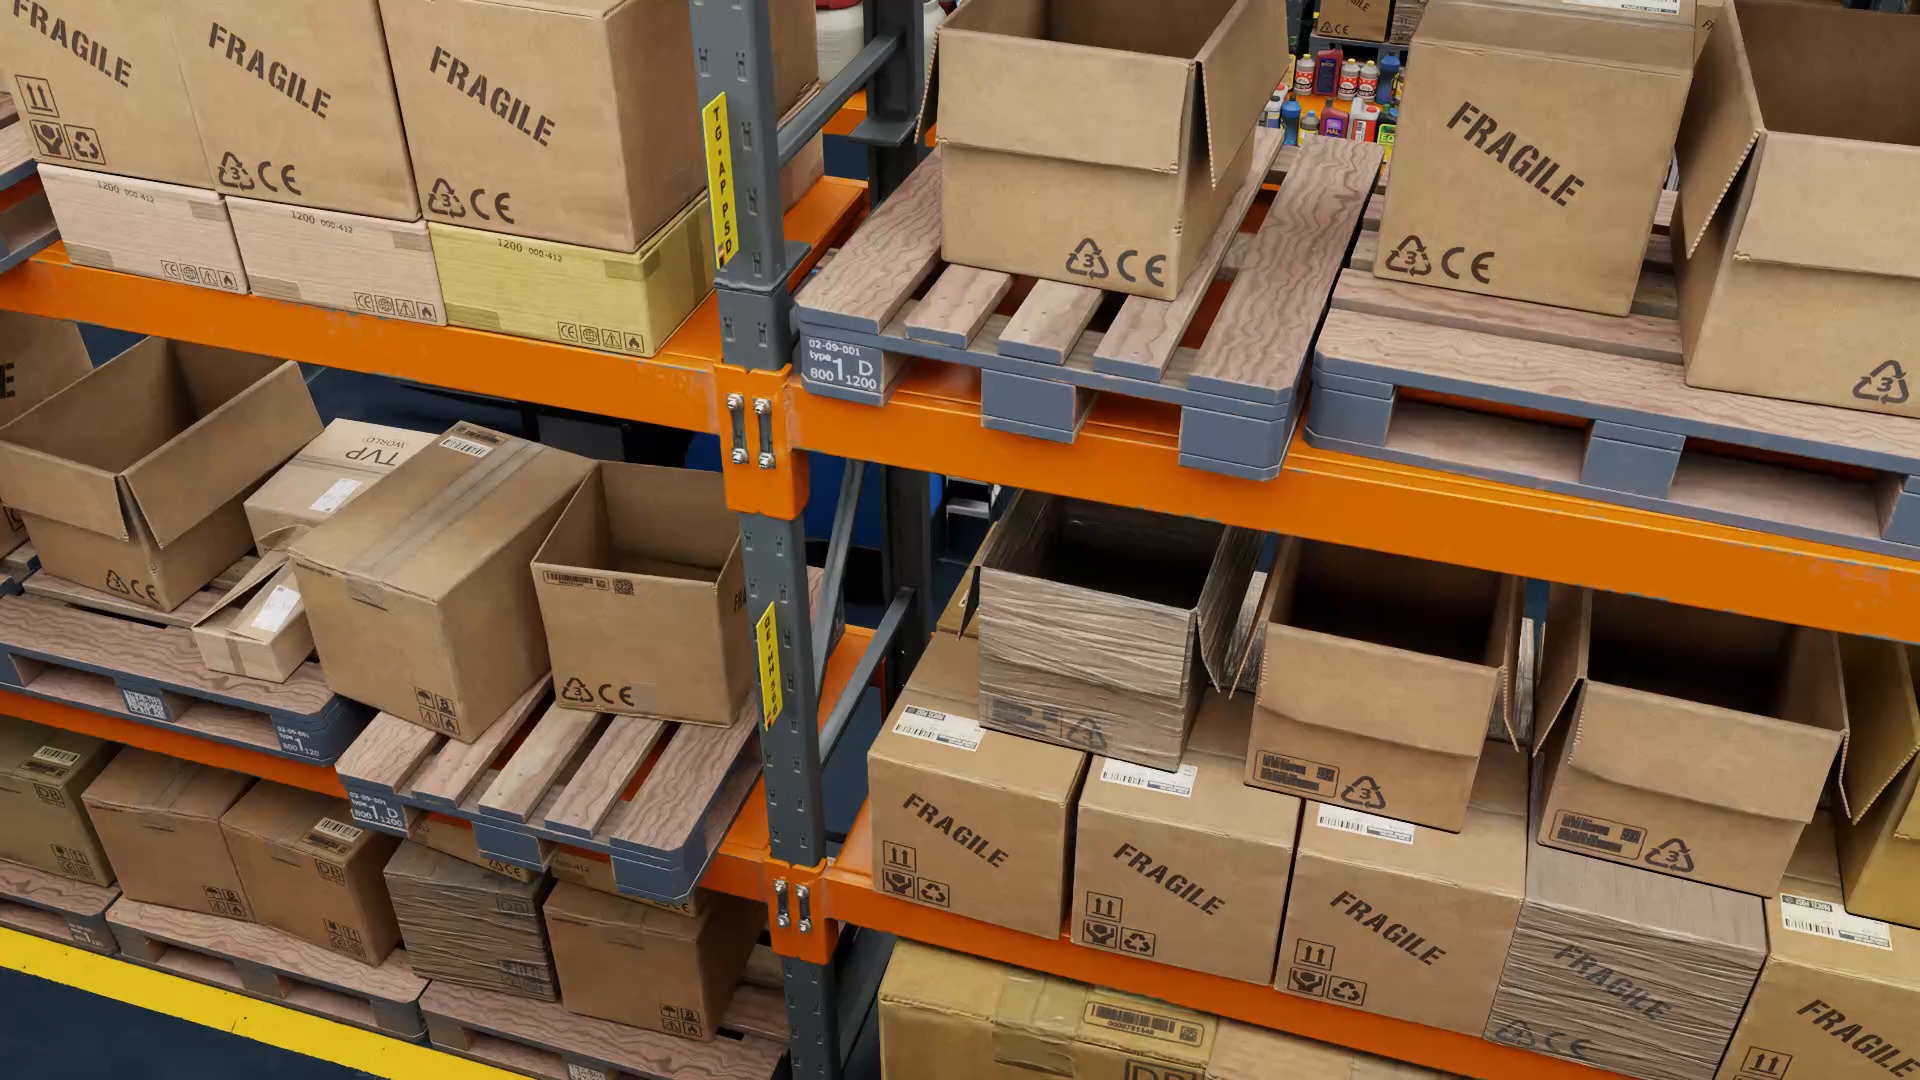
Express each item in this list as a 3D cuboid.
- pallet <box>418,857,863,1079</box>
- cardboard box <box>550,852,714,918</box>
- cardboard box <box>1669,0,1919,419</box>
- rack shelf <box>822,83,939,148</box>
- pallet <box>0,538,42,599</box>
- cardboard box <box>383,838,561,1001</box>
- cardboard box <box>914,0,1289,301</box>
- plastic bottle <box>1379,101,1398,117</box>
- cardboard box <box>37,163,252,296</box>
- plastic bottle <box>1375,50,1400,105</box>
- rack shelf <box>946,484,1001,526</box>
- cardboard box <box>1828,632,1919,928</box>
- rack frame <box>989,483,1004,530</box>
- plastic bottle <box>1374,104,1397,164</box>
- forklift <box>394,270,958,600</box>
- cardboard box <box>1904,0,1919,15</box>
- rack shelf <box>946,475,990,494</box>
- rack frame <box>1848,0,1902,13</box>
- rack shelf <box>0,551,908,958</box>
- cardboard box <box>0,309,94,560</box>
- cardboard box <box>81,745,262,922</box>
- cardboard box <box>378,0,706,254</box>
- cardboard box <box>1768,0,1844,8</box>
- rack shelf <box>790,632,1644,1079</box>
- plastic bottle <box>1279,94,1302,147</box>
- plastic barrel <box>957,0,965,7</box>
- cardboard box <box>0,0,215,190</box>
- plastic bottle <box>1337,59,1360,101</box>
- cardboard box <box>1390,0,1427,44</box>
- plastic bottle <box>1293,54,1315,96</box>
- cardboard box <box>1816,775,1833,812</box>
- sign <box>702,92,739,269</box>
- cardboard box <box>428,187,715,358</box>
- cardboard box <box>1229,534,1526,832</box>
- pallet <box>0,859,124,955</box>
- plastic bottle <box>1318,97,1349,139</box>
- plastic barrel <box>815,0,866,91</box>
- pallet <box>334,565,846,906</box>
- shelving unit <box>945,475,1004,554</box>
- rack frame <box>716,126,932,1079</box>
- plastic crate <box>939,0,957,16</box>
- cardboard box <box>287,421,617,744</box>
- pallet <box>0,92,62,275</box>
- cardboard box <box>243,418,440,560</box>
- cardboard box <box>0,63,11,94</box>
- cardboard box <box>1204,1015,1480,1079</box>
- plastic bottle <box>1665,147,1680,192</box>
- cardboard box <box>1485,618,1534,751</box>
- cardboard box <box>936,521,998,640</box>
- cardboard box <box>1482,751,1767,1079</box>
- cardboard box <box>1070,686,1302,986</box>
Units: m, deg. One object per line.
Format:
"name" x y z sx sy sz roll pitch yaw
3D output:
"pallet" -1.038 1.408 5.659 1.213 0.211 1.003 10 38 14
"cardboard box" -0.941 0.850 5.170 0.500 0.250 0.500 12 38 16
"cardboard box" 1.664 -0.646 3.125 0.637 0.503 0.797 10 38 13
"rack shelf" -0.724 -2.442 9.145 4.000 0.370 1.077 10 38 14
"pallet" -3.424 0.011 5.366 1.213 0.211 1.003 10 38 14
"cardboard box" -1.471 1.055 5.523 0.500 0.500 0.700 8 37 10
"cardboard box" 0.312 -0.928 3.508 0.637 0.503 0.797 13 38 17
"plastic bottle" 2.064 -1.984 8.024 0.097 0.271 0.097 0 36 0
"cardboard box" -1.775 -0.839 3.956 0.500 0.250 0.500 12 38 15
"plastic bottle" 2.209 -2.391 8.576 0.097 0.271 0.097 0 36 0
"rack shelf" 0.068 -0.178 7.593 0.200 0.077 0.258 10 37 13
"cardboard box" 2.262 0.450 3.677 0.637 0.503 0.797 11 38 14
"rack frame" 0.166 -0.333 7.444 0.006 0.900 0.240 10 37 13
"plastic bottle" 2.057 -1.941 7.955 0.133 0.283 0.061 10 38 14
"forklift" -1.506 -1.404 7.185 3.031 2.935 1.130 10 37 13
"cardboard box" 7.112 -3.704 11.989 0.500 0.500 0.500 10 38 14
"rack shelf" 0.068 -0.323 7.486 0.200 0.077 0.258 10 37 13
"rack frame" 6.483 -4.474 11.298 0.127 3.000 1.000 10 38 14
"rack shelf" -2.201 0.360 5.337 4.000 0.370 1.077 10 38 14
"cardboard box" -3.394 -0.474 5.004 1.000 1.000 1.000 11 38 14
"cardboard box" -2.547 0.861 5.788 0.500 0.500 0.700 7 37 10
"cardboard box" -0.822 -0.969 3.499 0.500 0.500 0.500 11 38 15
"cardboard box" 5.927 -3.569 11.806 0.500 0.500 0.500 10 38 14
"rack shelf" 1.617 1.067 4.377 4.000 0.370 1.077 10 38 14
"plastic bottle" 1.604 -2.031 8.088 0.097 0.271 0.097 0 36 0
"plastic barrel" 0.139 -2.485 8.501 0.421 0.512 0.421 0 36 0
"cardboard box" -1.783 -1.149 3.744 0.500 0.500 0.500 11 38 15
"plastic bottle" 2.023 -2.397 8.644 0.097 0.201 0.097 0 36 0
"cardboard box" 3.516 -4.019 12.418 0.500 0.500 0.500 9 37 12
"plastic bottle" 1.803 -2.438 8.699 0.097 0.201 0.097 0 36 0
"cardboard box" 2.204 0.691 4.197 0.500 0.500 0.500 10 37 13
"sign" -0.456 -0.686 3.185 0.005 0.325 0.100 10 38 14
"cardboard box" -0.819 -0.669 3.725 0.500 0.250 0.500 11 38 14
"cardboard box" 1.022 0.235 3.970 0.637 0.503 0.797 11 38 15
"pallet" -3.367 0.977 6.245 1.213 0.211 1.003 10 38 14
"plastic bottle" 1.801 -1.988 8.019 0.133 0.283 0.061 10 38 14
"plastic barrel" -0.672 -2.641 8.693 0.433 0.535 0.433 0 36 0
"pallet" -1.004 0.435 4.790 1.003 0.211 1.213 10 38 14
"shelving unit" 0.068 -0.350 7.466 0.210 0.900 0.258 10 37 13
"rack frame" -0.292 0.424 4.644 0.127 3.000 1.000 10 38 14
"plastic crate" -0.266 -2.863 9.055 0.583 0.464 0.402 10 38 14
"cardboard box" -1.382 0.100 4.646 0.500 0.500 0.700 16 39 21
"pallet" -2.562 -1.065 4.294 1.003 0.211 1.213 10 38 14
"cardboard box" -1.823 -0.111 5.143 0.500 0.250 0.500 9 37 13
"cardboard box" -2.291 -1.291 4.286 0.250 0.166 0.380 9 37 13
"cardboard box" 1.209 1.406 4.747 0.875 0.875 1.225 11 38 14
"plastic bottle" 3.350 -1.727 7.670 0.135 0.276 0.152 10 38 14
"cardboard box" 1.224 0.512 4.440 0.500 0.500 0.500 9 37 12
"cardboard box" 0.253 0.331 4.686 0.500 0.500 0.500 12 38 15
"cardboard box" 1.550 0.891 3.924 0.500 0.500 0.500 11 38 14
"cardboard box" 0.584 0.713 4.166 0.500 0.500 0.500 10 37 13
